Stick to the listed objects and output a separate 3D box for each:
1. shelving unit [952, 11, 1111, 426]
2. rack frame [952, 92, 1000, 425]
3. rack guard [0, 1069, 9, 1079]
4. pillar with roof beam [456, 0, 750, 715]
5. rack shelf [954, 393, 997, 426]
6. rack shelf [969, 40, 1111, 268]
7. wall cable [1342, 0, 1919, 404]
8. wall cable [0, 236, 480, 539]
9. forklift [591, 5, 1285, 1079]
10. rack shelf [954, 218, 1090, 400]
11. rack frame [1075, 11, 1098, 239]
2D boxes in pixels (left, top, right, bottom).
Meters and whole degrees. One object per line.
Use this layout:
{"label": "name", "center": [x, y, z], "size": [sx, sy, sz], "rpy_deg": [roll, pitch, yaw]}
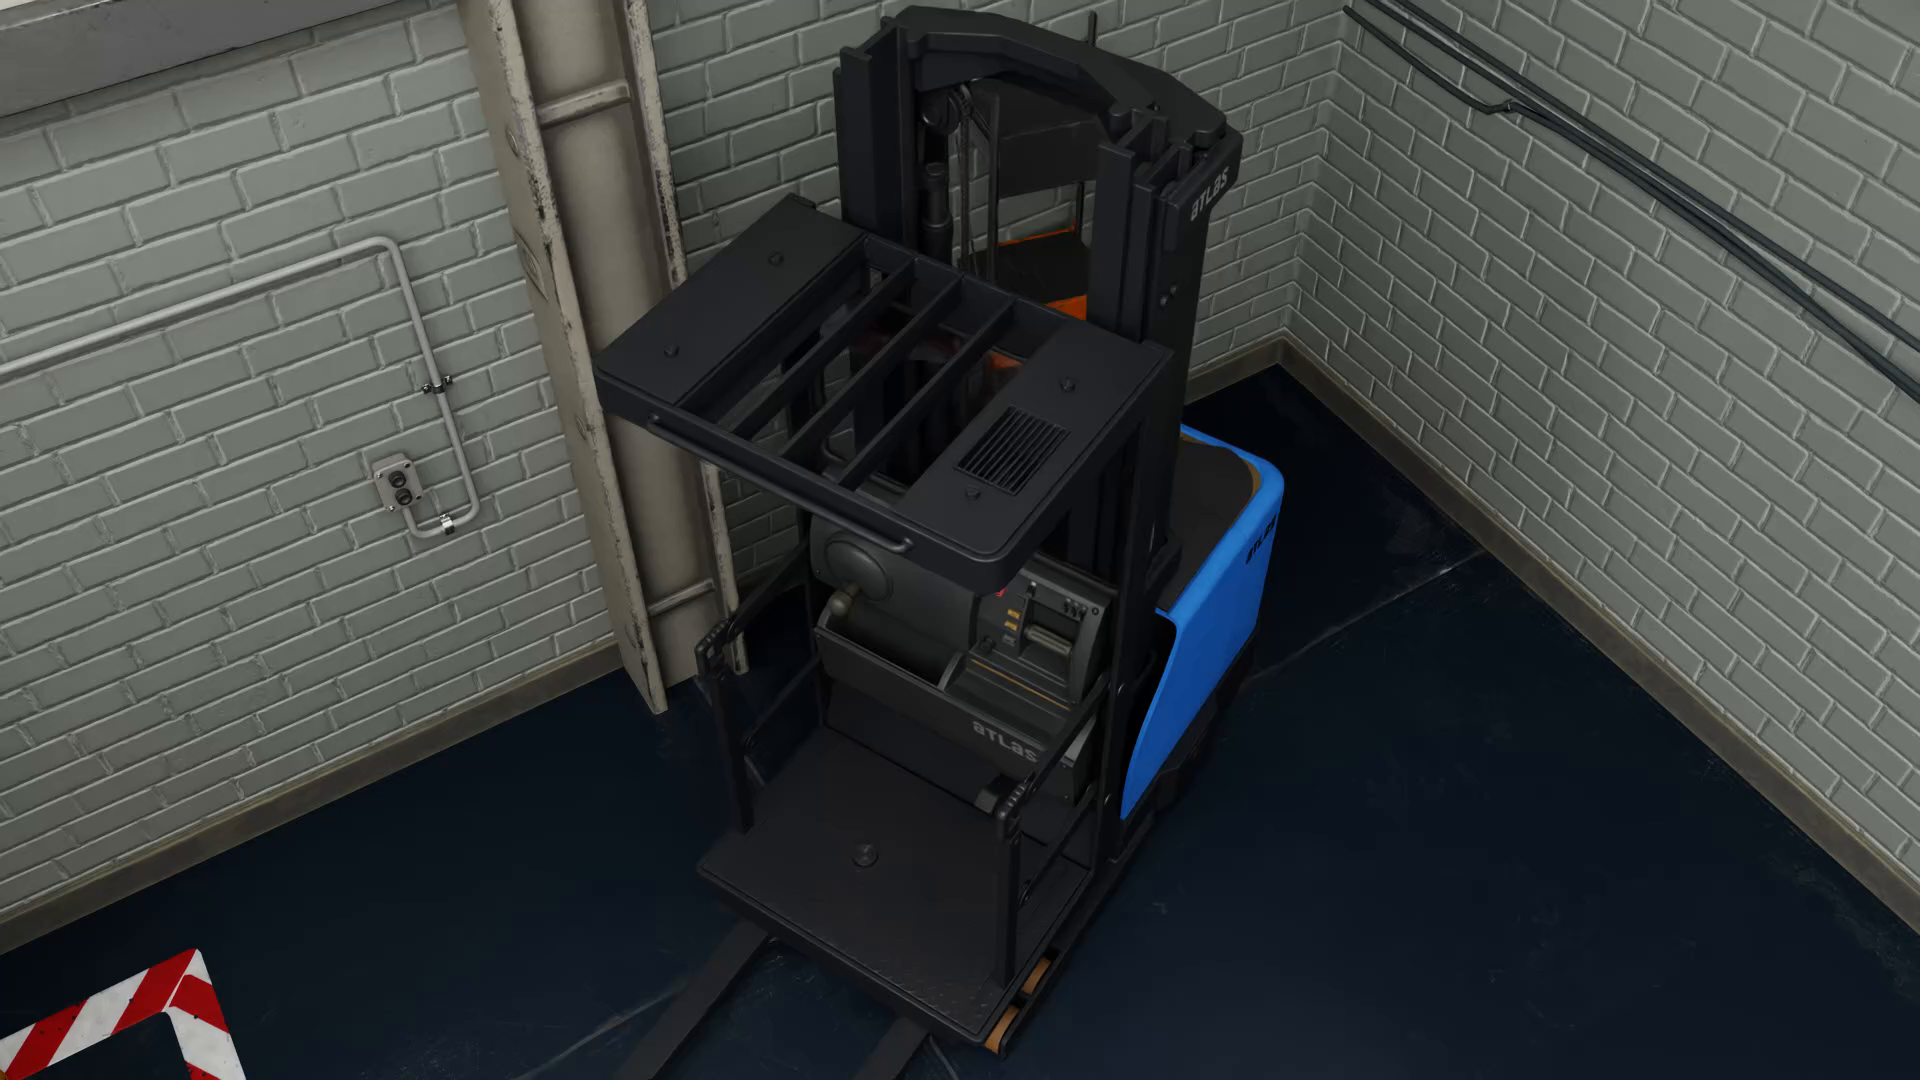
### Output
{"label": "shelving unit", "center": [0.261, -0.791, 5.965], "size": [0.503, 2.100, 0.431], "rpy_deg": [-15, 47, -15]}
{"label": "rack frame", "center": [0.033, -0.730, 5.903], "size": [0.015, 2.100, 0.400], "rpy_deg": [-15, 47, -15]}
{"label": "rack guard", "center": [-2.838, 1.916, 4.654], "size": [0.348, 0.500, 1.175], "rpy_deg": [-25, 53, -21]}
{"label": "pillar with roof beam", "center": [1.260, 0.196, 0.495], "size": [0.400, 9.000, 9.100], "rpy_deg": [-25, 53, -21]}
{"label": "rack shelf", "center": [0.254, -0.289, 6.472], "size": [0.480, 0.518, 0.431], "rpy_deg": [-15, 47, -15]}
{"label": "rack shelf", "center": [0.267, -1.273, 5.477], "size": [0.480, 0.518, 0.431], "rpy_deg": [-15, 47, -15]}
{"label": "wall cable", "center": [2.116, -1.896, 4.437], "size": [0.112, 2.526, 3.097], "rpy_deg": [-25, 53, -21]}
{"label": "wall cable", "center": [-2.280, -0.351, 4.319], "size": [1.851, 1.984, 0.084], "rpy_deg": [-25, 53, -21]}
{"label": "forklift", "center": [-0.137, 0.229, 4.529], "size": [1.130, 2.935, 3.031], "rpy_deg": [26, 53, 21]}
{"label": "rack shelf", "center": [0.261, -0.781, 5.975], "size": [0.480, 0.518, 0.431], "rpy_deg": [-15, 47, -15]}
{"label": "rack frame", "center": [0.489, -0.851, 6.028], "size": [0.015, 2.100, 0.400], "rpy_deg": [-15, 47, -15]}
